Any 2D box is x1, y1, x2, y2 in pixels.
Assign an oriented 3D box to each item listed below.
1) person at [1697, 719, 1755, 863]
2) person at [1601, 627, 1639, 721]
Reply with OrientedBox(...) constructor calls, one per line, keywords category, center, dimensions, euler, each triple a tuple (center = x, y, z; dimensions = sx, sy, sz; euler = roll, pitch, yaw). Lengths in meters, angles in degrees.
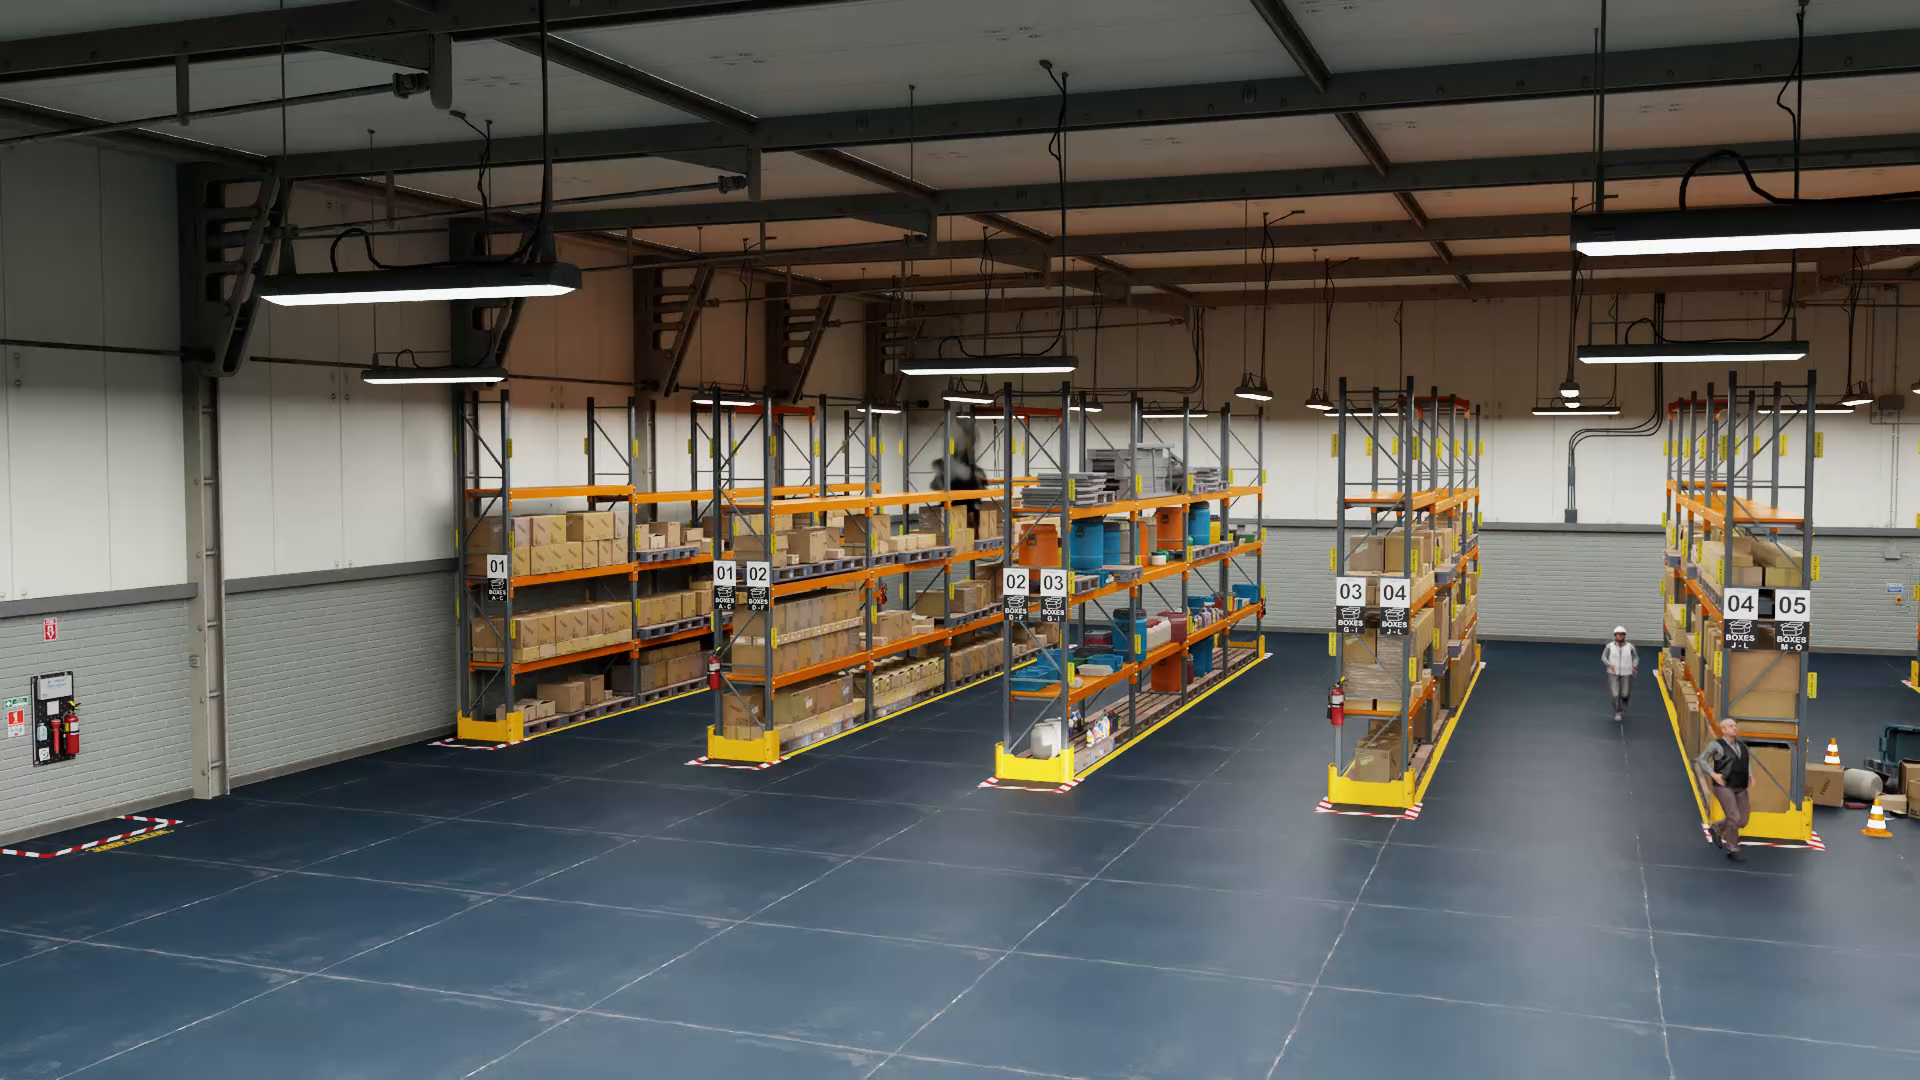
OrientedBox(category="person", center=(9.430, 3.047, 20.392), dimensions=(0.736, 1.710, 0.656), euler=(-1, 3, -21))
OrientedBox(category="person", center=(12.160, 2.459, 30.637), dimensions=(0.660, 1.729, 0.580), euler=(1, 3, 20))
